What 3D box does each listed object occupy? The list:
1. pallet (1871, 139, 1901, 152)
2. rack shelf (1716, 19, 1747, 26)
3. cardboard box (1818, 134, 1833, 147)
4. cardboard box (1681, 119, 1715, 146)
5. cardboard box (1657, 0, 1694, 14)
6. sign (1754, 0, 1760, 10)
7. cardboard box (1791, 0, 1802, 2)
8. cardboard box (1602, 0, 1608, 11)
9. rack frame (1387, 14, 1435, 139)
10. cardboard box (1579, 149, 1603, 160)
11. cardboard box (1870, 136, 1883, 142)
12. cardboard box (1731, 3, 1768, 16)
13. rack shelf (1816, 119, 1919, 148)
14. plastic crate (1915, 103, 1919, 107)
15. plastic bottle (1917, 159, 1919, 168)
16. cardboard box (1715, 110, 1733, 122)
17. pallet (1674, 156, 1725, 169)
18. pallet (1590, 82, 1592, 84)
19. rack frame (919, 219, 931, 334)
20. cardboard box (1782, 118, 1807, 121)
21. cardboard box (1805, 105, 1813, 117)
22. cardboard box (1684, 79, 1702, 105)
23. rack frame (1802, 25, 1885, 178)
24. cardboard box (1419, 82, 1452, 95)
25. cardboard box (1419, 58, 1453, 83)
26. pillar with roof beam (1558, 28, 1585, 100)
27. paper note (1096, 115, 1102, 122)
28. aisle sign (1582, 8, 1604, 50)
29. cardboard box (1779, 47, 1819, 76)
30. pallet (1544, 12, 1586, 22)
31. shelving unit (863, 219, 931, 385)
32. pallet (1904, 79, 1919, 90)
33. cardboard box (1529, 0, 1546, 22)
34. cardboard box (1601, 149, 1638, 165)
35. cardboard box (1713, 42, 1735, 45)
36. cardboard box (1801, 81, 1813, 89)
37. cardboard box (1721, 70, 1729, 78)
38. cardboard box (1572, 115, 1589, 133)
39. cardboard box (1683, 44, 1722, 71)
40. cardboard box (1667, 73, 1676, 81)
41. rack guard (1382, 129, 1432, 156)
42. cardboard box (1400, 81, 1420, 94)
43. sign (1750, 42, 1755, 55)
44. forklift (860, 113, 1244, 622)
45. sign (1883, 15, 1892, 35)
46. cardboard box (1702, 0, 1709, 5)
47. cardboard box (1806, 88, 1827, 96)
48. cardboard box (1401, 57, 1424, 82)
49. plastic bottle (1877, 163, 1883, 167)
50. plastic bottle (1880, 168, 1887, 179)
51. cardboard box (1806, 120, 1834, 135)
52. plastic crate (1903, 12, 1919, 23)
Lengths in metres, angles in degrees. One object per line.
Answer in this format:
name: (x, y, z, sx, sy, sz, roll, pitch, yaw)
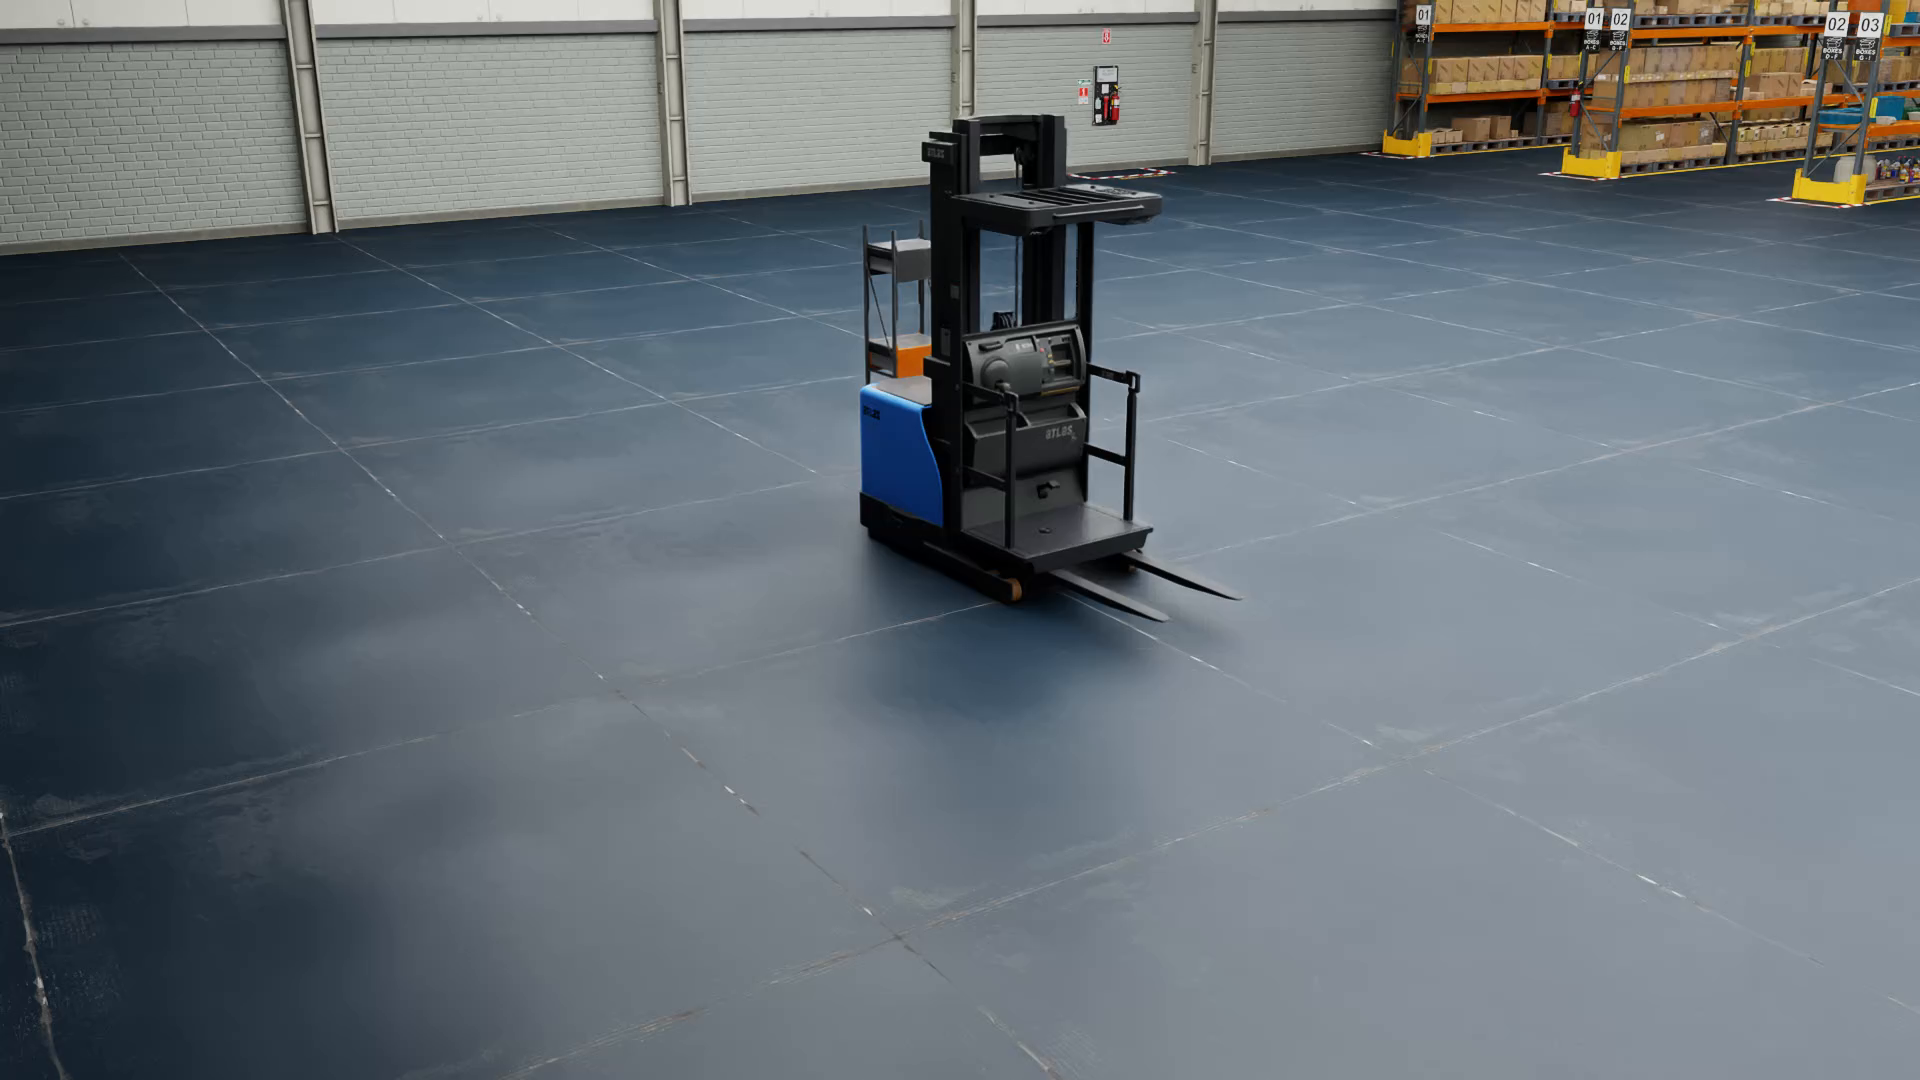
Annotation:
pallet: (21.059, -9.209, 38.654, 1.213, 0.211, 1.003, -12, 22, -31)
rack shelf: (18.339, -12.951, 41.810, 4.000, 0.370, 1.077, -12, 22, -31)
cardboard box: (19.091, -8.933, 37.122, 0.500, 0.250, 0.500, -11, 22, -30)
cardboard box: (15.365, -8.517, 34.719, 0.500, 0.500, 0.500, -12, 22, -31)
cardboard box: (14.252, -10.738, 33.111, 0.500, 0.500, 0.500, -12, 22, -31)
sign: (16.362, -11.045, 34.118, 0.005, 0.325, 0.100, -12, 22, -31)
cardboard box: (21.590, -14.049, 43.357, 0.500, 0.250, 0.500, -13, 22, -33)
cardboard box: (15.535, -12.795, 40.031, 0.637, 0.503, 0.797, -9, 20, -24)
rack frame: (9.988, -10.110, 36.965, 0.127, 3.000, 1.000, -12, 22, -31)
cardboard box: (13.001, -7.855, 33.934, 0.500, 0.250, 0.500, -12, 22, -31)
cardboard box: (20.790, -9.403, 38.092, 0.500, 0.500, 0.500, -12, 22, -32)
cardboard box: (16.576, -11.145, 34.922, 0.500, 0.250, 0.500, -9, 21, -26)
rack shelf: (17.107, -7.471, 30.284, 4.000, 0.370, 1.077, -12, 22, -31)
plastic crate: (18.270, -8.077, 31.049, 0.504, 0.338, 0.767, -12, 22, -31)
plastic bottle: (18.270, -7.142, 31.758, 0.097, 0.271, 0.097, 0, 19, 0)
cardboard box: (19.538, -11.255, 43.053, 0.750, 0.750, 0.750, -12, 22, -31)
pallet: (15.369, -8.040, 35.197, 1.213, 0.211, 1.003, -12, 22, -31)
pallet: (16.132, -11.274, 40.709, 1.003, 0.211, 1.213, -12, 22, -31)
rack frame: (-0.174, -1.293, 12.290, 0.015, 2.100, 0.400, -13, 23, -34)
cardboard box: (18.798, -9.343, 37.459, 0.500, 0.311, 0.500, -11, 22, -30)
cardboard box: (22.821, -11.793, 45.191, 0.500, 0.500, 0.700, -12, 22, -31)
cardboard box: (14.831, -9.276, 34.342, 0.500, 0.500, 0.700, -12, 22, -31)
rack frame: (15.436, -7.460, 29.127, 0.127, 3.000, 1.000, -12, 22, -31)
cardboard box: (10.570, -10.049, 36.989, 0.500, 0.250, 0.500, -13, 22, -33)
cardboard box: (10.552, -10.407, 36.877, 0.500, 0.500, 0.500, -12, 22, -31)
pillar with roof beam: (17.475, -13.212, 36.774, 0.400, 9.000, 9.100, -12, 22, -31)
paper note: (2.815, -8.553, 33.735, 0.142, 0.148, 0.016, -12, 22, -31)
aisle sign: (12.499, -10.084, 32.830, 0.004, 0.787, 0.394, -12, 22, -31)
cardboard box: (22.328, -12.847, 44.592, 0.700, 0.700, 0.980, -12, 22, -32)
pallet: (13.902, -12.227, 38.837, 1.003, 0.211, 1.213, -12, 22, -31)
shelving unit: (-0.372, -1.247, 12.154, 0.503, 2.100, 0.431, -13, 23, -34)
pallet: (22.010, -10.697, 39.001, 1.213, 0.211, 1.003, -12, 22, -31)
cardboard box: (13.040, -12.137, 38.090, 0.500, 0.500, 0.500, -11, 22, -30)
cardboard box: (13.285, -7.717, 33.525, 0.500, 0.250, 0.500, -12, 22, -31)
cardboard box: (19.328, -12.538, 42.326, 0.500, 0.250, 0.500, -11, 22, -30)
cardboard box: (18.543, -10.047, 36.918, 0.500, 0.311, 0.500, -12, 22, -32)
cardboard box: (15.739, -9.696, 34.574, 0.250, 0.149, 0.380, -12, 22, -33)
cardboard box: (14.786, -10.156, 40.319, 0.500, 0.500, 0.700, -12, 22, -31)
cardboard box: (15.267, -9.983, 34.408, 0.500, 0.500, 0.700, -12, 22, -32)
cardboard box: (14.236, -9.379, 33.635, 0.250, 0.149, 0.380, -12, 22, -32)
rack guard: (10.051, -8.939, 37.405, 0.348, 0.500, 1.175, -12, 22, -31)
cardboard box: (10.271, -10.182, 37.383, 0.500, 0.250, 0.500, -12, 22, -31)
sign: (20.316, -12.591, 42.621, 0.005, 0.325, 0.100, -12, 22, -31)
forklift: (0.557, -1.160, 10.599, 1.130, 2.935, 3.031, -13, 23, -34)
sign: (15.735, -8.737, 28.208, 0.005, 0.325, 0.100, -12, 22, -31)
cardboard box: (15.039, -11.021, 34.241, 0.500, 0.311, 0.500, -13, 23, -34)
cardboard box: (18.797, -9.843, 36.569, 0.250, 0.149, 0.380, -12, 22, -31)
cardboard box: (10.264, -10.543, 37.280, 0.500, 0.500, 0.500, -12, 22, -32)
plastic bottle: (17.070, -6.880, 30.978, 0.135, 0.276, 0.152, -13, 22, -33)
plastic bottle: (17.155, -6.815, 30.901, 0.097, 0.201, 0.097, 0, 19, 0)
cardboard box: (19.095, -9.198, 37.032, 0.500, 0.311, 0.500, -11, 22, -30)
plastic crate: (16.863, -9.290, 29.881, 0.575, 0.384, 0.392, -12, 22, -31)
